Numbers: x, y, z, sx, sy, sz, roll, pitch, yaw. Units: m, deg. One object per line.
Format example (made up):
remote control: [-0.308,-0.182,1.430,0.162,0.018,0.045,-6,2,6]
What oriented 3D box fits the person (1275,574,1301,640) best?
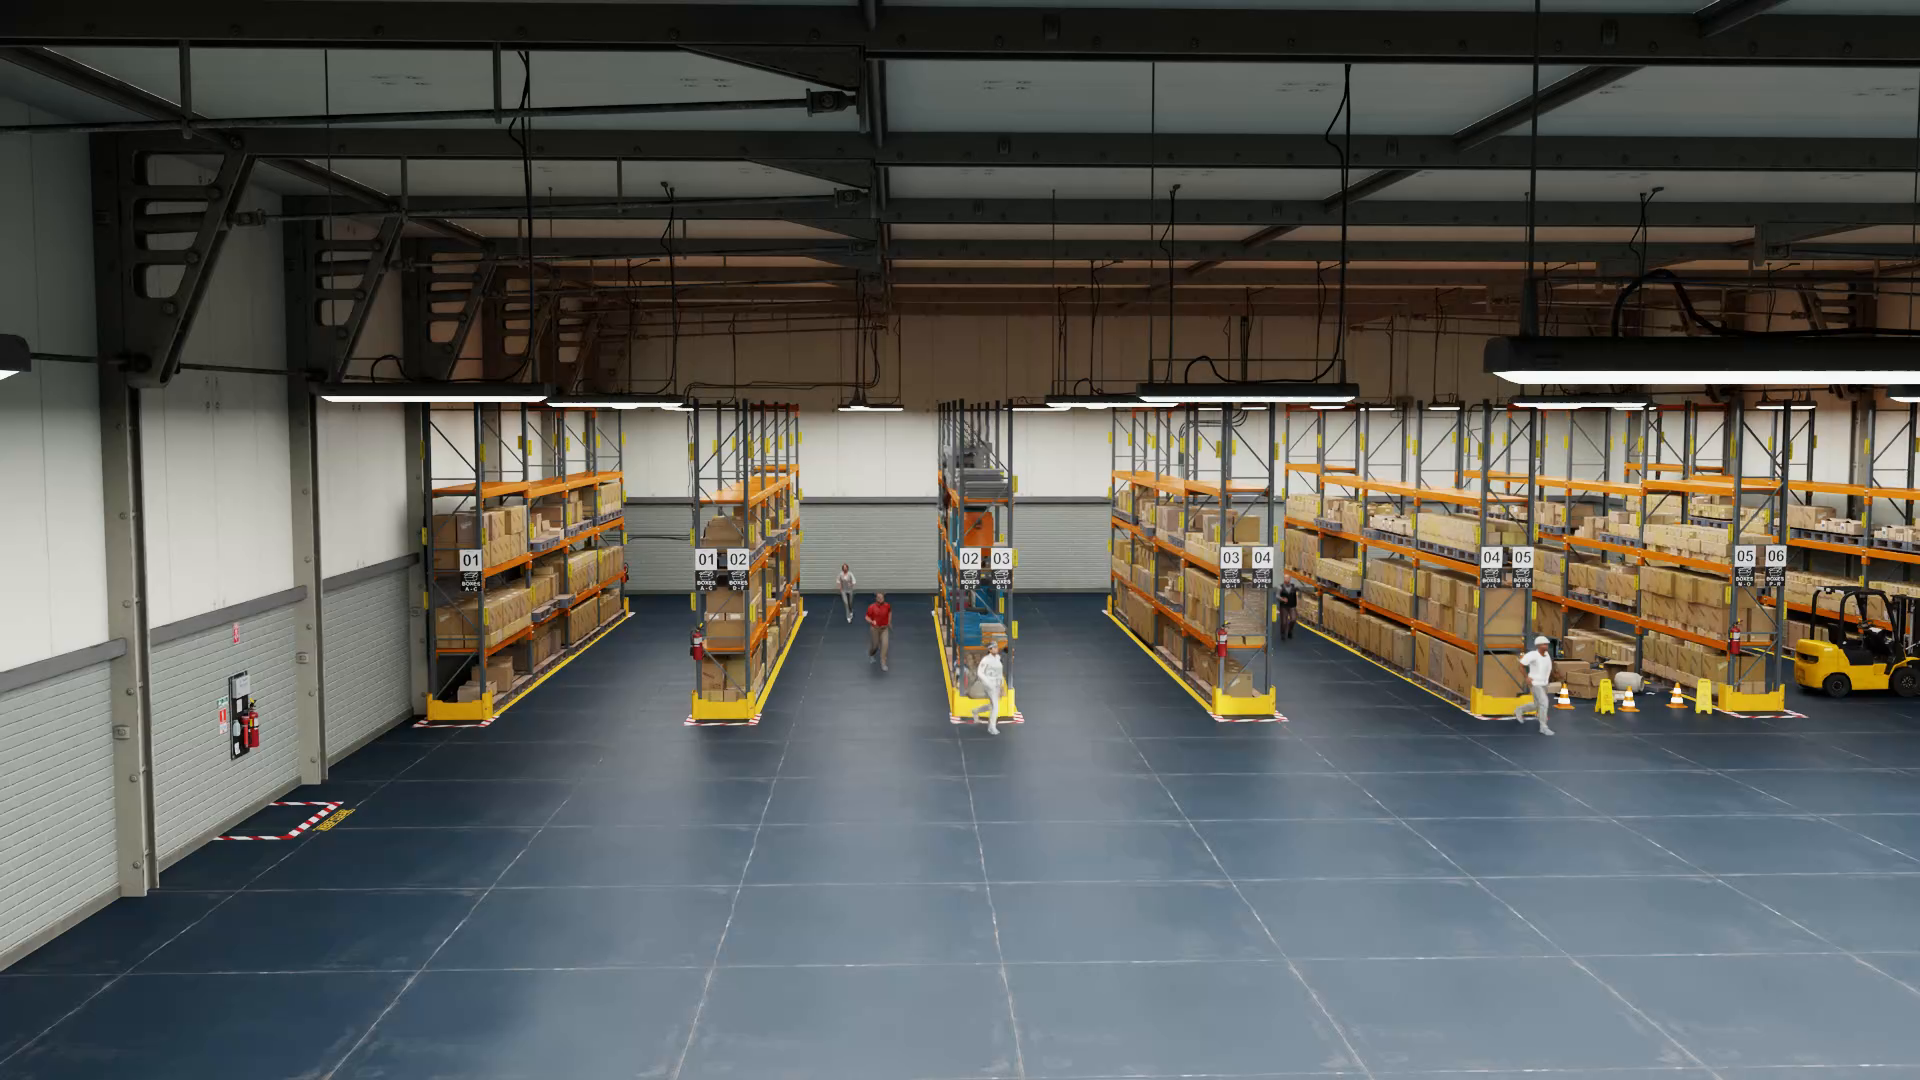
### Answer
person: [8.248,1.695,41.747,0.675,1.674,0.808,0,4,5]

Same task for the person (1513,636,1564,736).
person: [10.332,2.587,29.904,0.677,1.749,0.915,-3,6,-38]

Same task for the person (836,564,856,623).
person: [-3.130,1.446,45.811,0.547,1.597,0.812,0,4,-4]

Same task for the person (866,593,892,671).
person: [-1.818,2.033,37.341,0.647,1.717,0.943,-1,5,-17]

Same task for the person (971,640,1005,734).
person: [0.495,2.624,29.981,0.676,1.699,0.629,3,5,37]
